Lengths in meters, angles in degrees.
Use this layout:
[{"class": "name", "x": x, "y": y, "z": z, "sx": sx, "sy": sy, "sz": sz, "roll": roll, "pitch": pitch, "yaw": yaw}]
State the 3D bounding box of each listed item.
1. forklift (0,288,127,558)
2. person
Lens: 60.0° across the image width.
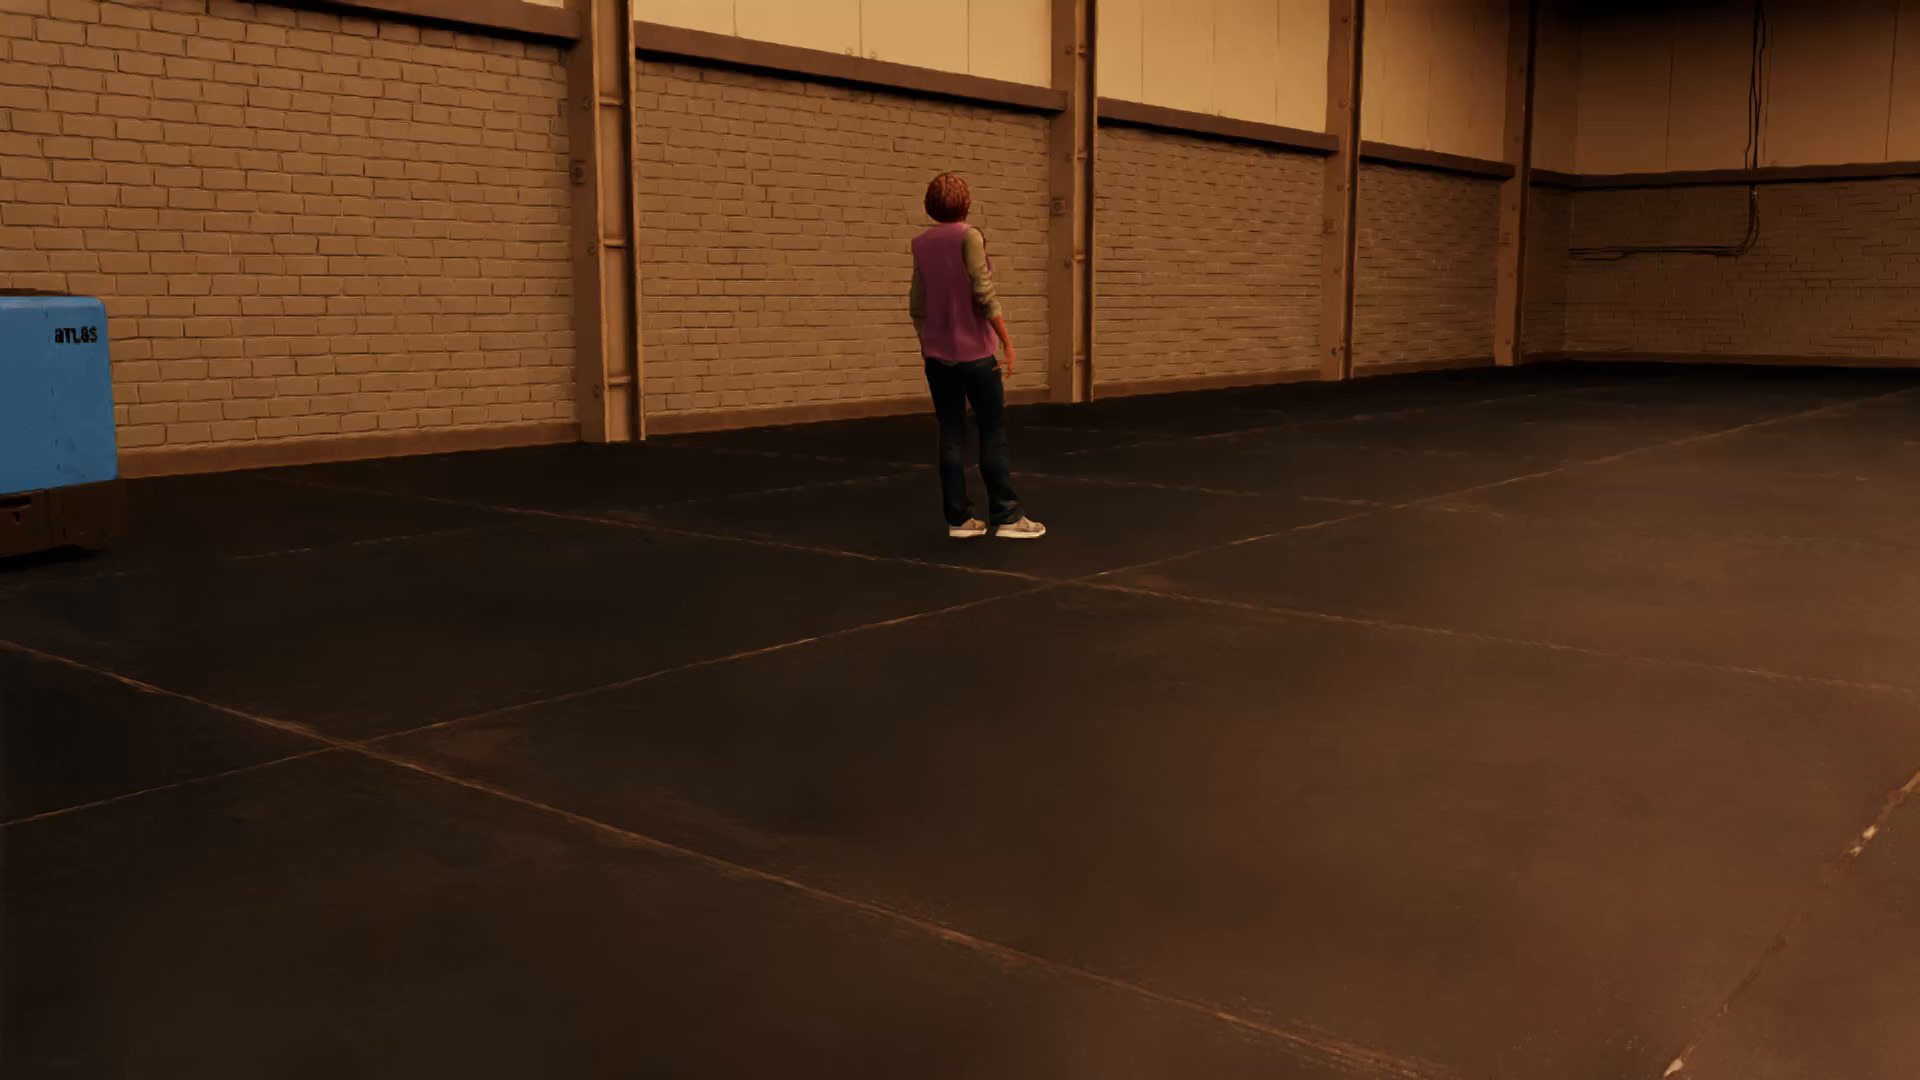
[{"class": "forklift", "x": -4.499, "y": -1.226, "z": 5.658, "sx": 1.130, "sy": 2.935, "sz": 3.031, "roll": 3, "pitch": 9, "yaw": 19}, {"class": "person", "x": 0.057, "y": -0.804, "z": 7.337, "sx": 0.520, "sy": 1.597, "sz": 0.474, "roll": 7, "pitch": 11, "yaw": 38}]
